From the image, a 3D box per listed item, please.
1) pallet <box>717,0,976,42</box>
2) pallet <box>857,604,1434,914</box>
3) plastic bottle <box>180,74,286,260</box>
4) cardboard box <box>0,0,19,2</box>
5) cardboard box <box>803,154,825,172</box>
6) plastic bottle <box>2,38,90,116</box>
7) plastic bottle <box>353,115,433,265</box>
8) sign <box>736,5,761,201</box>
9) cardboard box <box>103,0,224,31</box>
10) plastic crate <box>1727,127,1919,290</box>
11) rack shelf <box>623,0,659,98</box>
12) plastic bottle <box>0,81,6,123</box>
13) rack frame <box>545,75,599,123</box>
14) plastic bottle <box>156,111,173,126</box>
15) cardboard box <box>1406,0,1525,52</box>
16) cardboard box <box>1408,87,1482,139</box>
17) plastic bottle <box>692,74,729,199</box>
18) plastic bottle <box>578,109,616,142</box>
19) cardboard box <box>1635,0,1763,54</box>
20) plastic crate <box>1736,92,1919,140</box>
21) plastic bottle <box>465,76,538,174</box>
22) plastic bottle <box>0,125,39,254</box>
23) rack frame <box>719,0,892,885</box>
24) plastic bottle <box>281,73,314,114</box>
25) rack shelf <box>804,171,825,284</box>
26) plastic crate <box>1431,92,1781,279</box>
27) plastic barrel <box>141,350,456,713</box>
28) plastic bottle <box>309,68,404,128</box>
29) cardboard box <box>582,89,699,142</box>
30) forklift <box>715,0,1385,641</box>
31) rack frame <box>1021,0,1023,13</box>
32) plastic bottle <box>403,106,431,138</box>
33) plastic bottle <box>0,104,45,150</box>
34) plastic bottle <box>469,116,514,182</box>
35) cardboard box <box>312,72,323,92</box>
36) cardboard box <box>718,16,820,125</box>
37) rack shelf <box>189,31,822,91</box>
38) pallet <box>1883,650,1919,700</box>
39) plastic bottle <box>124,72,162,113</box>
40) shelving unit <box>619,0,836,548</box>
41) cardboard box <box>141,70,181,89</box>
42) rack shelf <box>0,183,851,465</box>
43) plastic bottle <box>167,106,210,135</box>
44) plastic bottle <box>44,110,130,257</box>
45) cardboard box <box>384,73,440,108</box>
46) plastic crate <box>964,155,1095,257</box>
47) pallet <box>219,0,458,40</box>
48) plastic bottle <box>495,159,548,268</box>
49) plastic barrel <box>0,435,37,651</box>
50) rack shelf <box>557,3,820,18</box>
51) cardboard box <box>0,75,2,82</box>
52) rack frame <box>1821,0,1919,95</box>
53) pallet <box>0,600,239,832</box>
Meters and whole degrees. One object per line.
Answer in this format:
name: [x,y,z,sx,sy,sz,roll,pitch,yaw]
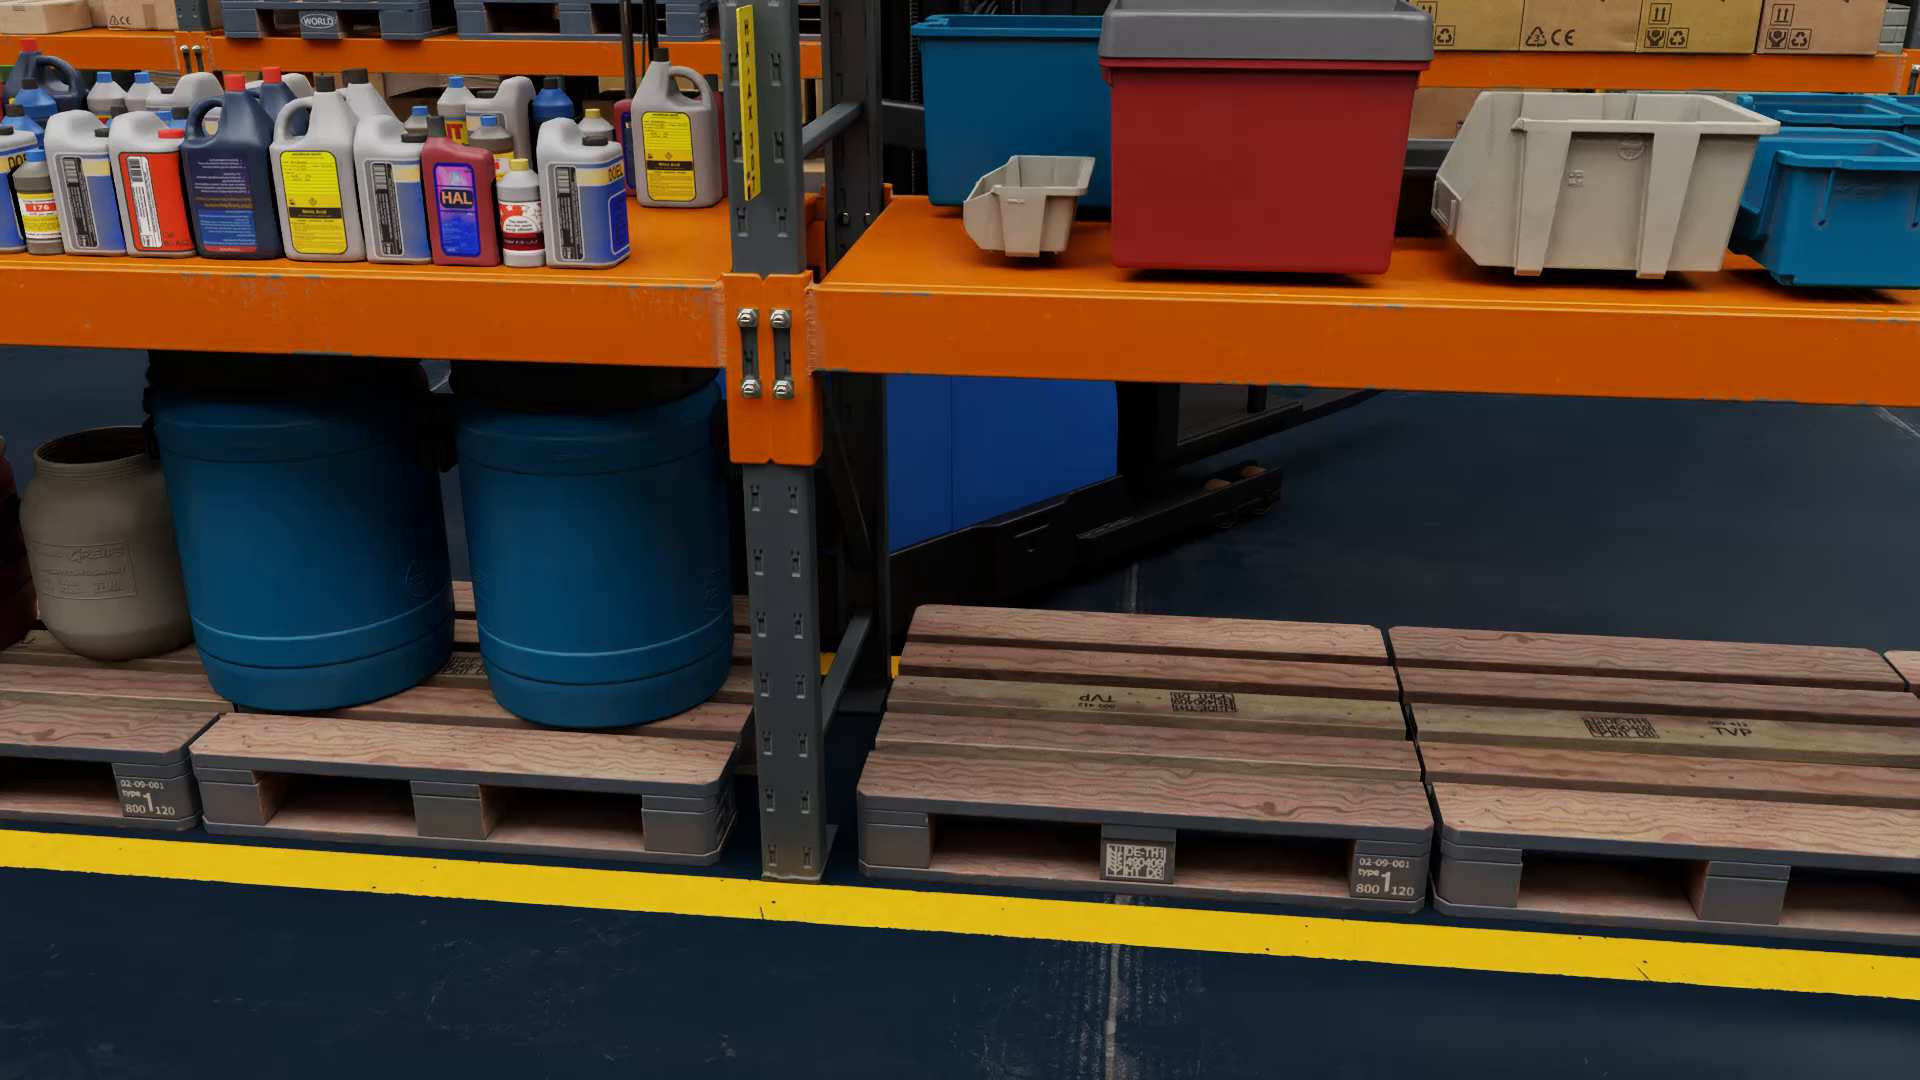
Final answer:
pallet: [-0.499,-2.633,8.280,1.213,0.211,1.003,2,22,6]
pallet: [0.430,0.475,3.951,1.213,0.211,1.003,2,22,6]
plastic bottle: [-1.439,-0.745,3.311,0.185,0.351,0.144,2,22,6]
cardboard box: [-4.963,-2.738,8.628,0.250,0.149,0.380,4,22,10]
cardboard box: [-0.732,-1.631,8.287,0.500,0.500,0.500,3,22,6]
plastic bottle: [-2.221,-1.042,4.064,0.185,0.351,0.144,2,22,6]
plastic bottle: [-1.097,-0.696,3.290,0.135,0.276,0.152,2,22,6]
sign: [-0.371,-0.767,2.924,0.005,0.325,0.100,2,22,6]
cardboard box: [-4.046,-2.811,8.591,0.500,0.311,0.500,4,22,10]
plastic crate: [1.598,-0.612,3.053,0.300,0.233,0.416,2,22,6]
rack shelf: [-0.550,-1.353,4.077,0.480,0.518,0.431,0,22,-1]
plastic bottle: [-2.381,-1.011,4.076,0.133,0.283,0.061,2,22,6]
rack frame: [-3.111,-4.629,13.070,0.127,3.000,1.000,2,22,6]
plastic bottle: [-1.865,-0.910,3.931,0.097,0.201,0.097,0,22,0]
cardboard box: [2.267,-2.508,7.567,0.500,0.500,0.500,2,22,6]
cardboard box: [3.630,-3.332,12.616,0.500,0.500,0.700,2,22,6]
plastic bottle: [-0.618,-0.957,3.938,0.133,0.283,0.061,2,22,6]
plastic bottle: [-0.868,-0.923,3.964,0.097,0.201,0.097,0,22,0]
cardboard box: [3.262,-2.462,7.452,0.500,0.500,0.500,3,22,7]
plastic crate: [1.856,-0.817,3.573,0.300,0.233,0.416,2,22,6]
plastic bottle: [-1.083,-0.957,3.948,0.135,0.276,0.152,2,22,6]
plastic bottle: [-1.962,-0.734,3.386,0.135,0.276,0.152,2,22,6]
rack frame: [-0.305,-0.839,3.483,0.127,3.000,1.000,2,22,6]
plastic bottle: [-1.639,-0.981,4.010,0.135,0.276,0.152,2,22,6]
rack shelf: [-0.552,-0.702,4.335,0.480,0.518,0.431,0,22,-1]
plastic crate: [1.190,-0.679,3.156,0.530,0.282,0.437,2,22,6]
plastic barrel: [-1.546,-0.119,3.944,0.708,0.901,0.600,2,22,6]
plastic bottle: [-1.239,-0.789,3.424,0.185,0.351,0.144,2,22,6]
cardboard box: [-1.661,-2.213,8.740,0.500,0.250,0.500,2,22,5]
forklift: [0.457,-1.522,5.303,3.031,2.935,1.130,-19,29,-40]
rack frame: [0.282,-2.648,8.057,0.127,3.000,1.000,2,22,6]
plastic bottle: [-1.291,-0.941,4.011,0.097,0.201,0.097,0,22,0]
plastic bottle: [-1.965,-0.778,3.504,0.097,0.271,0.097,0,22,0]
plastic bottle: [-1.079,-0.876,3.845,0.097,0.201,0.097,0,22,0]
cardboard box: [-5.329,-3.778,13.718,0.500,0.500,0.700,3,22,7]
cardboard box: [-1.527,-3.705,13.084,0.750,0.750,0.750,2,22,6]
rack shelf: [-1.704,-2.400,8.408,4.000,0.370,1.077,2,22,6]
pallet: [2.853,0.581,3.684,1.213,0.211,1.003,2,22,6]
plastic bottle: [-1.981,-1.004,4.074,0.097,0.271,0.097,0,22,0]
shelving unit: [-0.552,-0.715,4.330,0.503,2.100,0.431,0,22,-1]
cardboard box: [-6.350,-3.819,13.821,0.500,0.500,0.700,3,22,8]
rack shelf: [-2.291,-0.591,3.834,4.000,0.370,1.077,2,22,6]
plastic bottle: [-1.601,-0.762,3.464,0.097,0.271,0.097,0,22,0]
plastic bottle: [-1.731,-0.724,3.360,0.135,0.276,0.152,2,22,6]
cardboard box: [-4.330,-3.748,13.643,0.500,0.500,0.700,2,22,6]
plastic crate: [0.141,-0.672,3.337,0.243,0.136,0.396,2,22,6]
pallet: [-3.009,-2.728,8.521,1.003,0.211,1.213,2,22,6]
plastic bottle: [-0.852,-0.641,3.251,0.097,0.201,0.097,0,22,0]
plastic barrel: [-2.667,-0.022,4.125,0.708,0.588,0.600,2,22,6]
rack shelf: [-1.125,-4.208,12.983,4.000,0.370,1.077,2,22,6]
cardboard box: [-8.118,-3.875,13.963,0.500,0.500,0.500,1,22,2]
rack frame: [4.254,-2.475,7.619,0.127,3.000,1.000,2,22,6]
pallet: [-2.281,0.357,4.250,1.213,0.211,1.003,2,22,6]
